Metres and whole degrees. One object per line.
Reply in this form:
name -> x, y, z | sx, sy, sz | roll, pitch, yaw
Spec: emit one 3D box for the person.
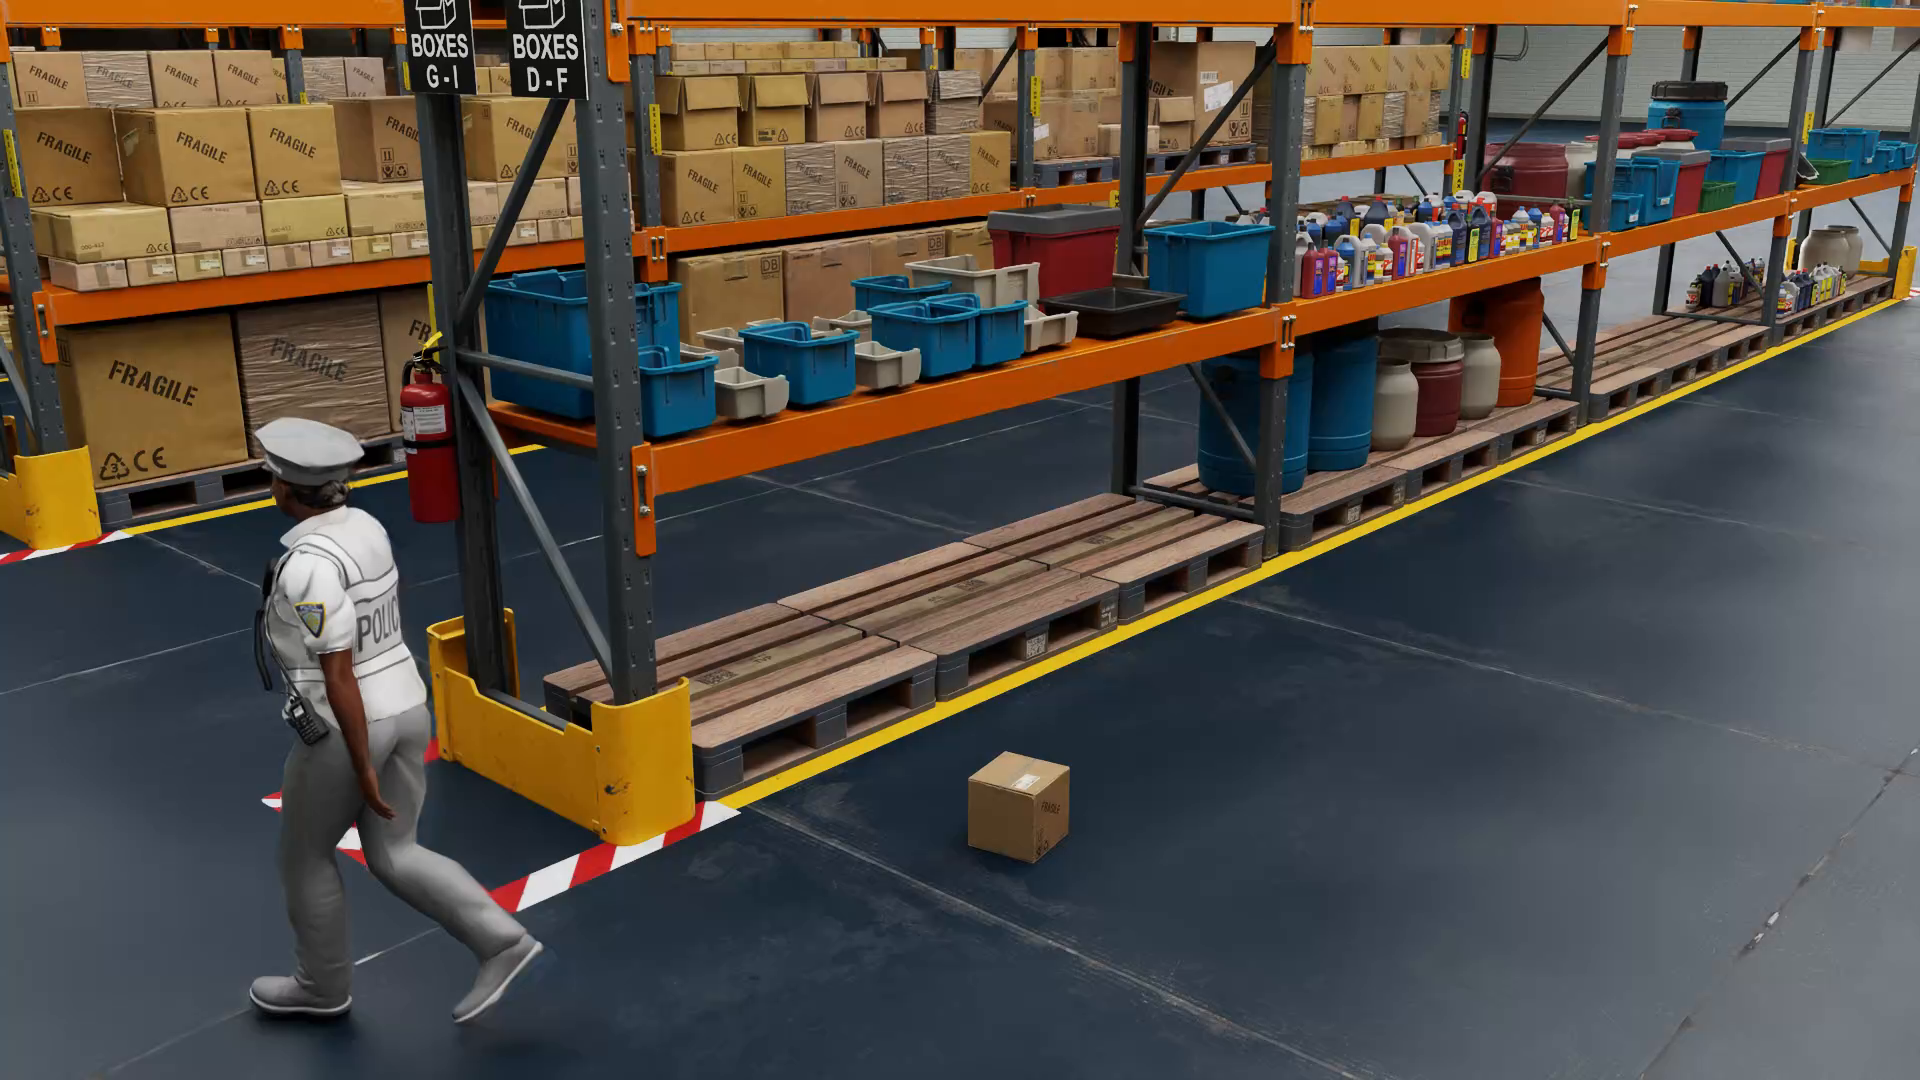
person -> -1.539, 0.490, 4.432 | 0.852, 1.634, 0.477 | 2, 17, 7
